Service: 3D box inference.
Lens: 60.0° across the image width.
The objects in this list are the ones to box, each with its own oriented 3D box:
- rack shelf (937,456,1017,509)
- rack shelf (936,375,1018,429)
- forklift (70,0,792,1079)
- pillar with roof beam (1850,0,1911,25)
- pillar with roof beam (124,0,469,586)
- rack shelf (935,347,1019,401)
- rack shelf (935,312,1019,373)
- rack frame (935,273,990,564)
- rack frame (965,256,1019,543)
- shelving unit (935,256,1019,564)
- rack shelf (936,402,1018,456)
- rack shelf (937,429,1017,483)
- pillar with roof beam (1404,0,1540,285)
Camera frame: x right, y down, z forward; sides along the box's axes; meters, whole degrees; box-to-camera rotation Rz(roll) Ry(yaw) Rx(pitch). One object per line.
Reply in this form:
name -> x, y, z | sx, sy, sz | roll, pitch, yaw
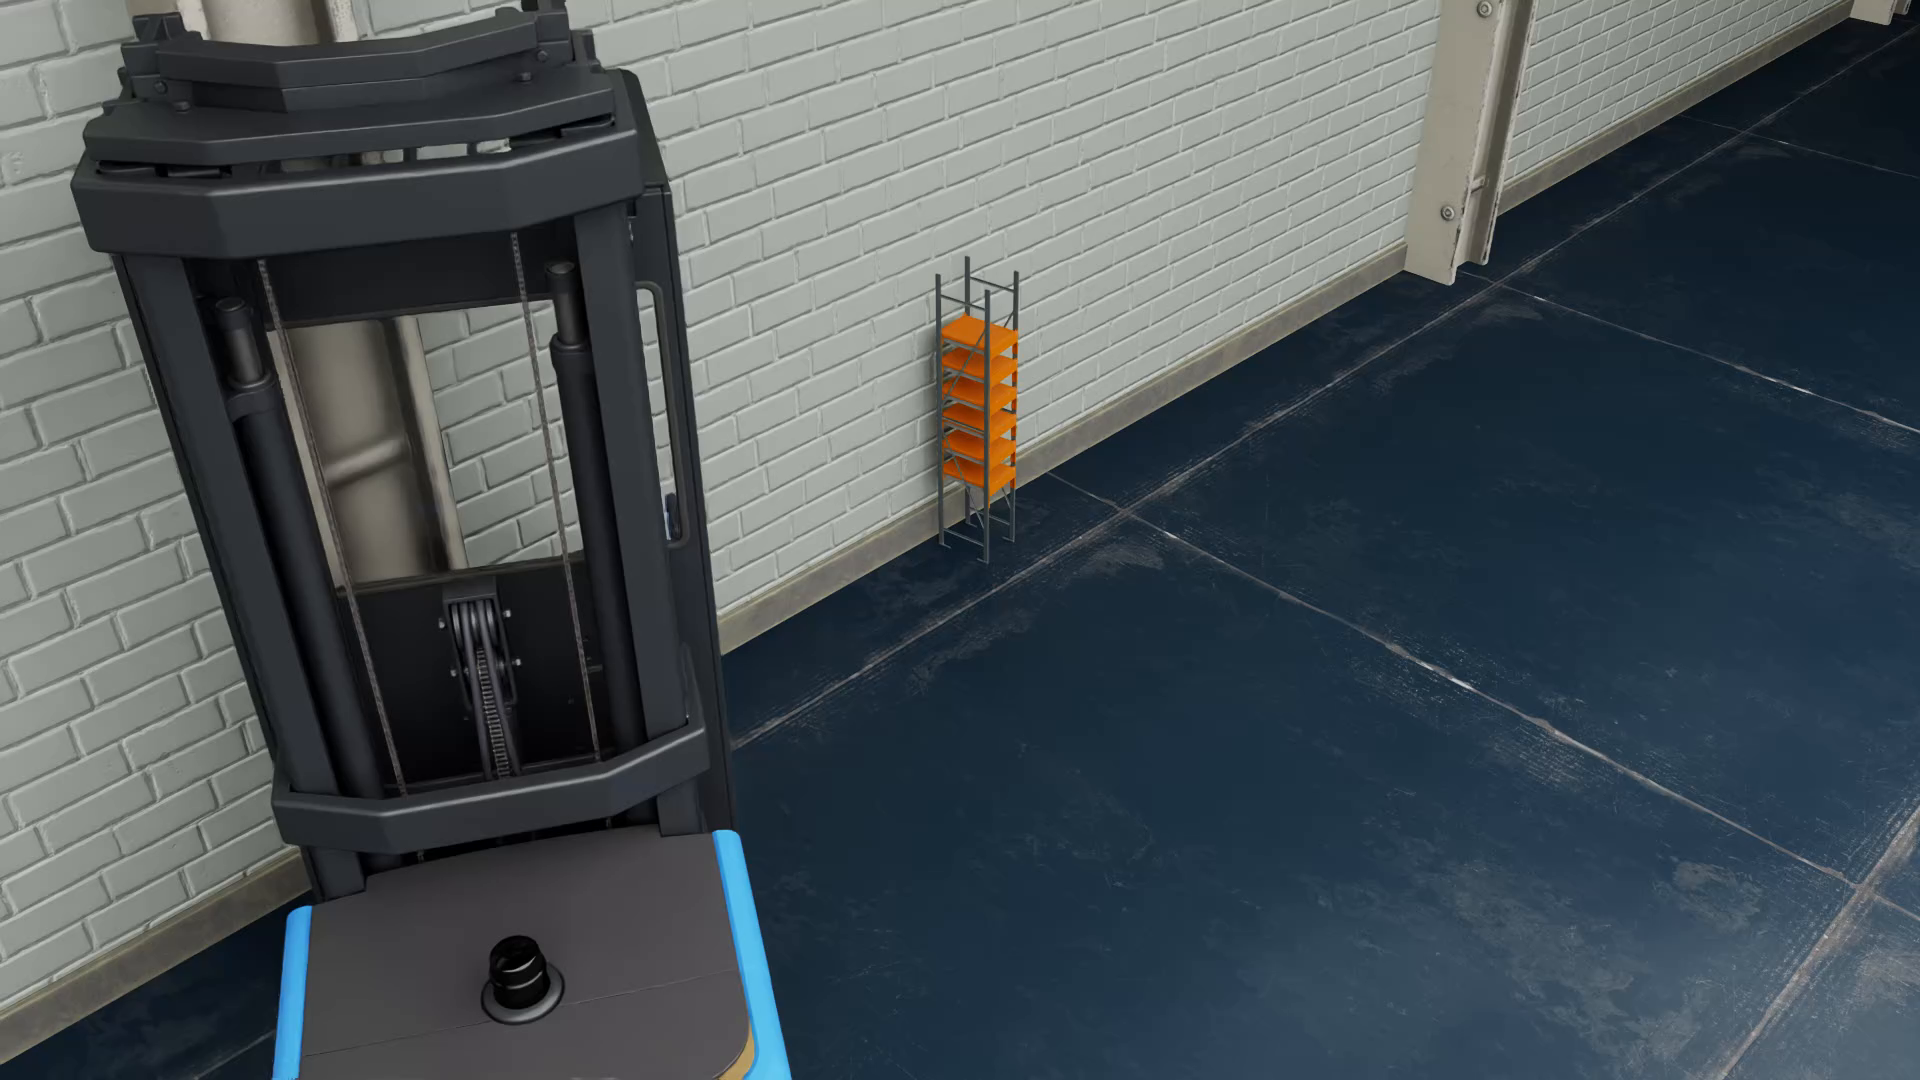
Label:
rack shelf -> 0.066, -0.246, 6.550 | 0.258, 0.103, 0.180 | 22, 41, 29
rack shelf -> 0.065, -0.541, 6.344 | 0.258, 0.103, 0.180 | 22, 41, 29
forklift -> -1.196, 0.030, 4.145 | 1.130, 2.935, 3.031 | -9, 36, -12
pillar with roof beam -> 9.855, -5.857, 7.281 | 9.100, 9.000, 0.400 | 30, 45, 35
pillar with roof beam -> 1.400, -0.985, 0.296 | 9.100, 9.000, 0.400 | 30, 45, 35
rack shelf -> 0.065, -0.639, 6.275 | 0.258, 0.103, 0.180 | 22, 41, 29
rack shelf -> 0.064, -0.738, 6.206 | 0.258, 0.103, 0.180 | 22, 41, 29
rack frame -> 0.012, -0.436, 6.326 | 0.240, 1.200, 0.006 | 22, 41, 29
rack frame -> 0.119, -0.522, 6.448 | 0.240, 1.200, 0.006 | 22, 41, 29
shelving unit -> 0.065, -0.479, 6.387 | 0.258, 1.200, 0.189 | 22, 41, 29
rack shelf -> 0.065, -0.442, 6.412 | 0.258, 0.103, 0.180 | 22, 41, 29
rack shelf -> 0.066, -0.344, 6.481 | 0.258, 0.103, 0.180 | 22, 41, 29
pillar with roof beam -> 5.627, -3.421, 3.788 | 9.100, 9.000, 0.400 | 30, 45, 35
